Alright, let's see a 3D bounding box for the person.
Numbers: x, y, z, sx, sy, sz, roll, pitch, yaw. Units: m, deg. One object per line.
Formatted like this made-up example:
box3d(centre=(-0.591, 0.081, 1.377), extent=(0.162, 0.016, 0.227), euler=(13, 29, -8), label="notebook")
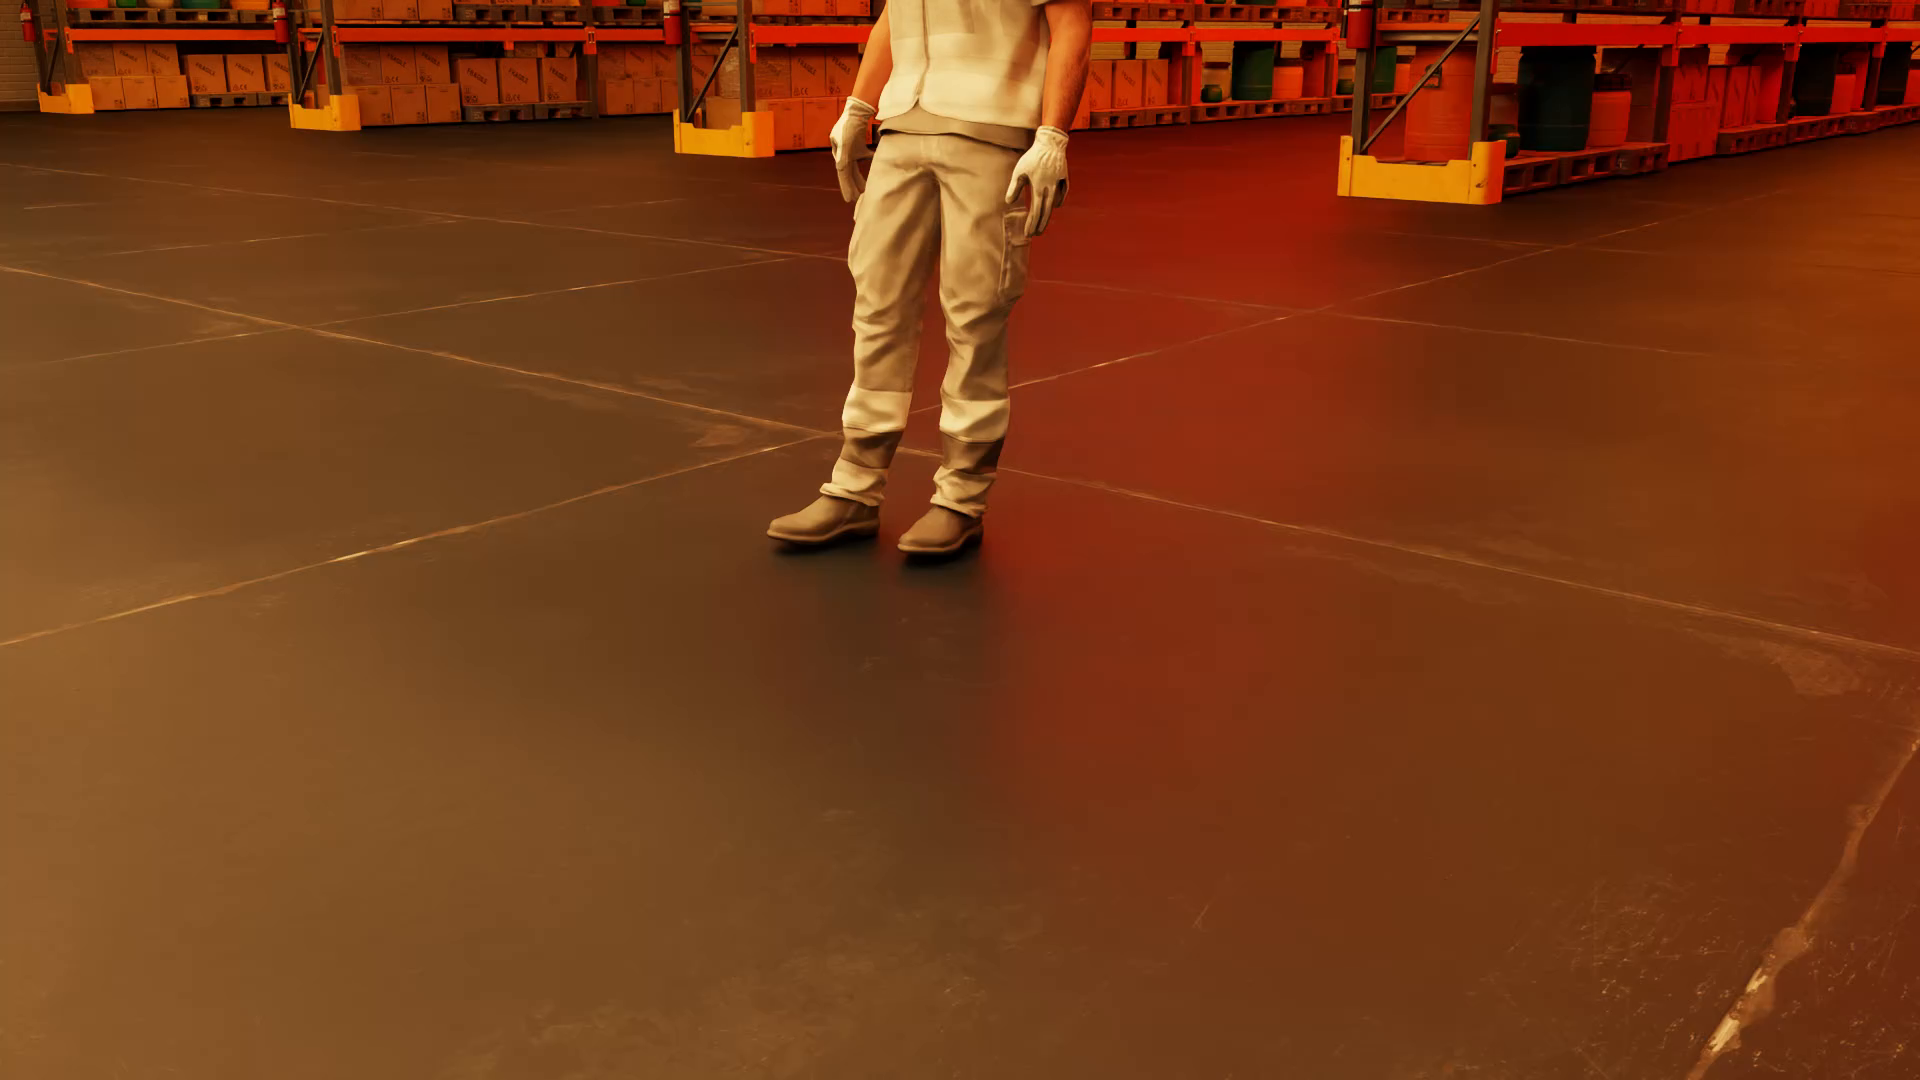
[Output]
box3d(centre=(-0.060, -0.846, 3.627), extent=(0.638, 1.789, 0.562), euler=(13, 21, 37), label="person")
